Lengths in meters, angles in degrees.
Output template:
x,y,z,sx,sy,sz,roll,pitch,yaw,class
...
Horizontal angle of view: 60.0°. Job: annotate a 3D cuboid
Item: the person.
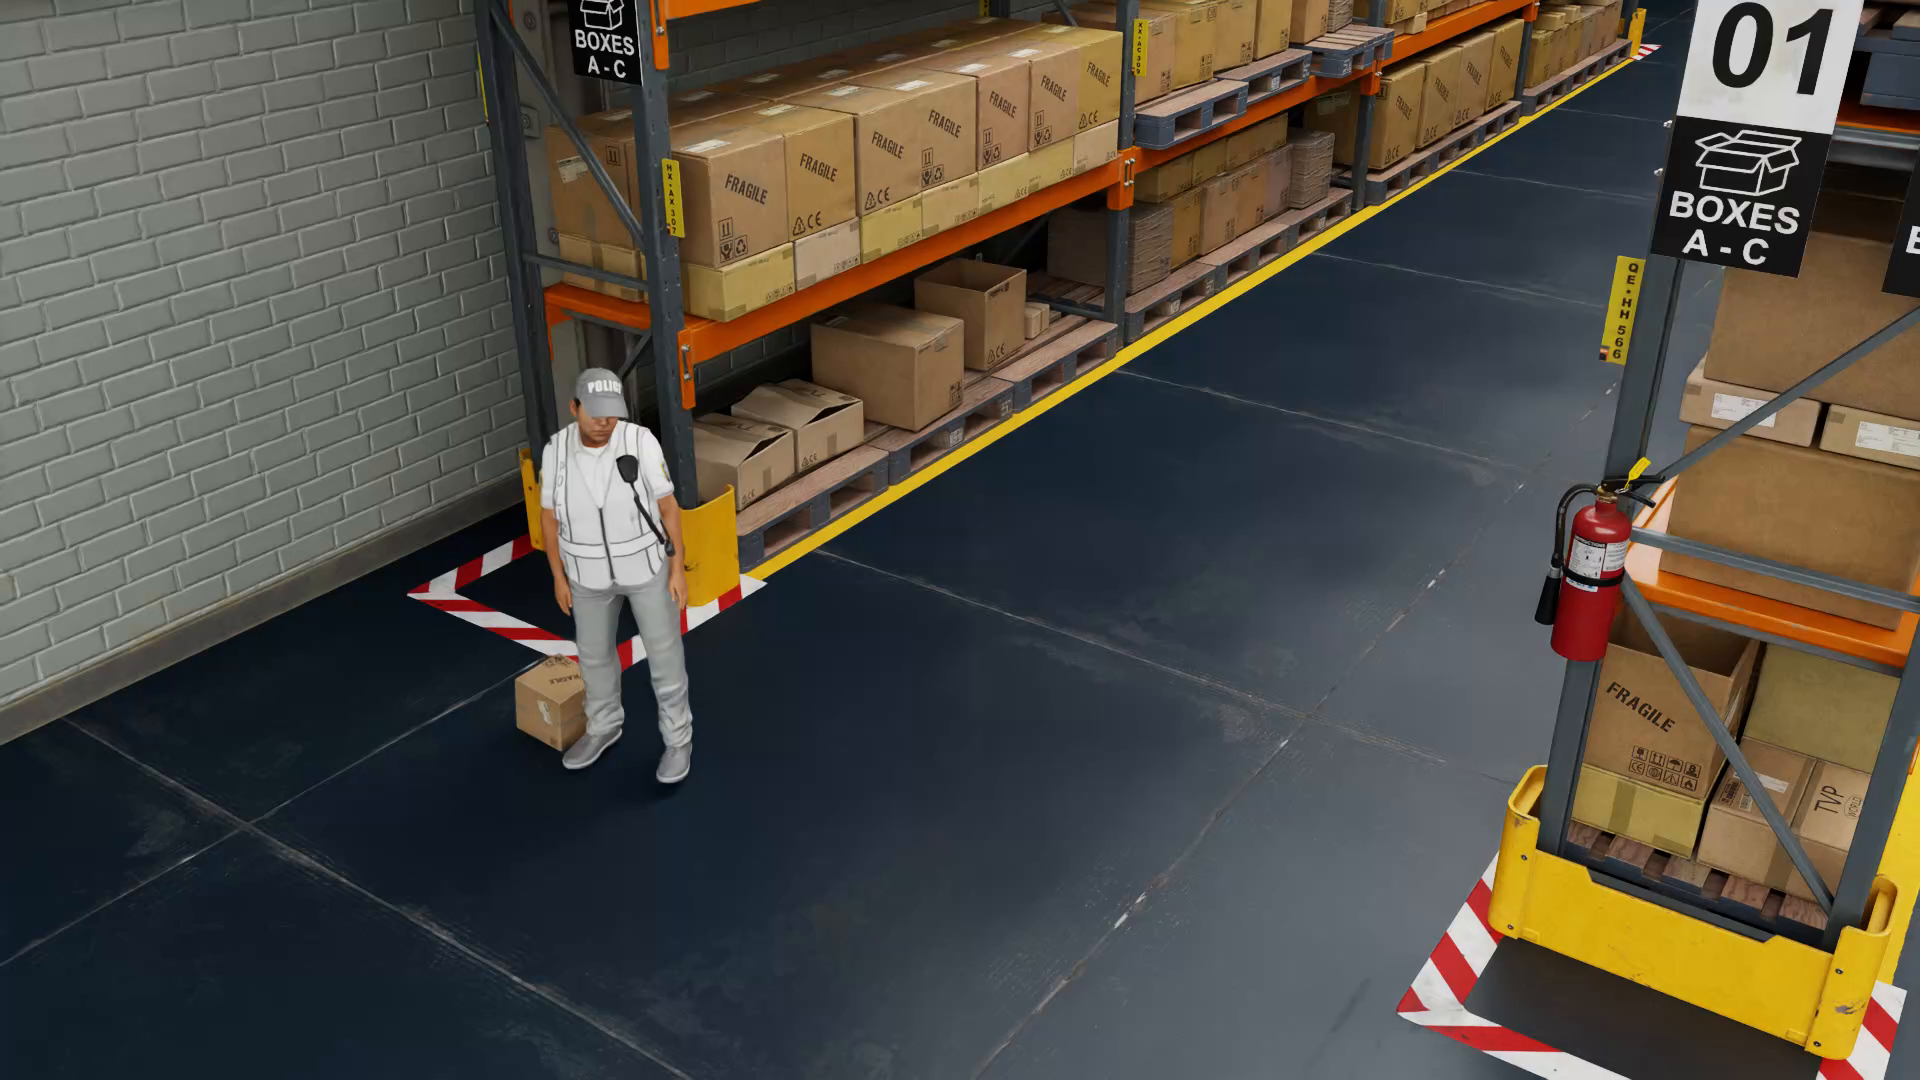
x,y,z,sx,sy,sz,roll,pitch,yaw,class
-1.308,0.140,6.290,0.561,1.672,0.444,-1,27,-2,person
